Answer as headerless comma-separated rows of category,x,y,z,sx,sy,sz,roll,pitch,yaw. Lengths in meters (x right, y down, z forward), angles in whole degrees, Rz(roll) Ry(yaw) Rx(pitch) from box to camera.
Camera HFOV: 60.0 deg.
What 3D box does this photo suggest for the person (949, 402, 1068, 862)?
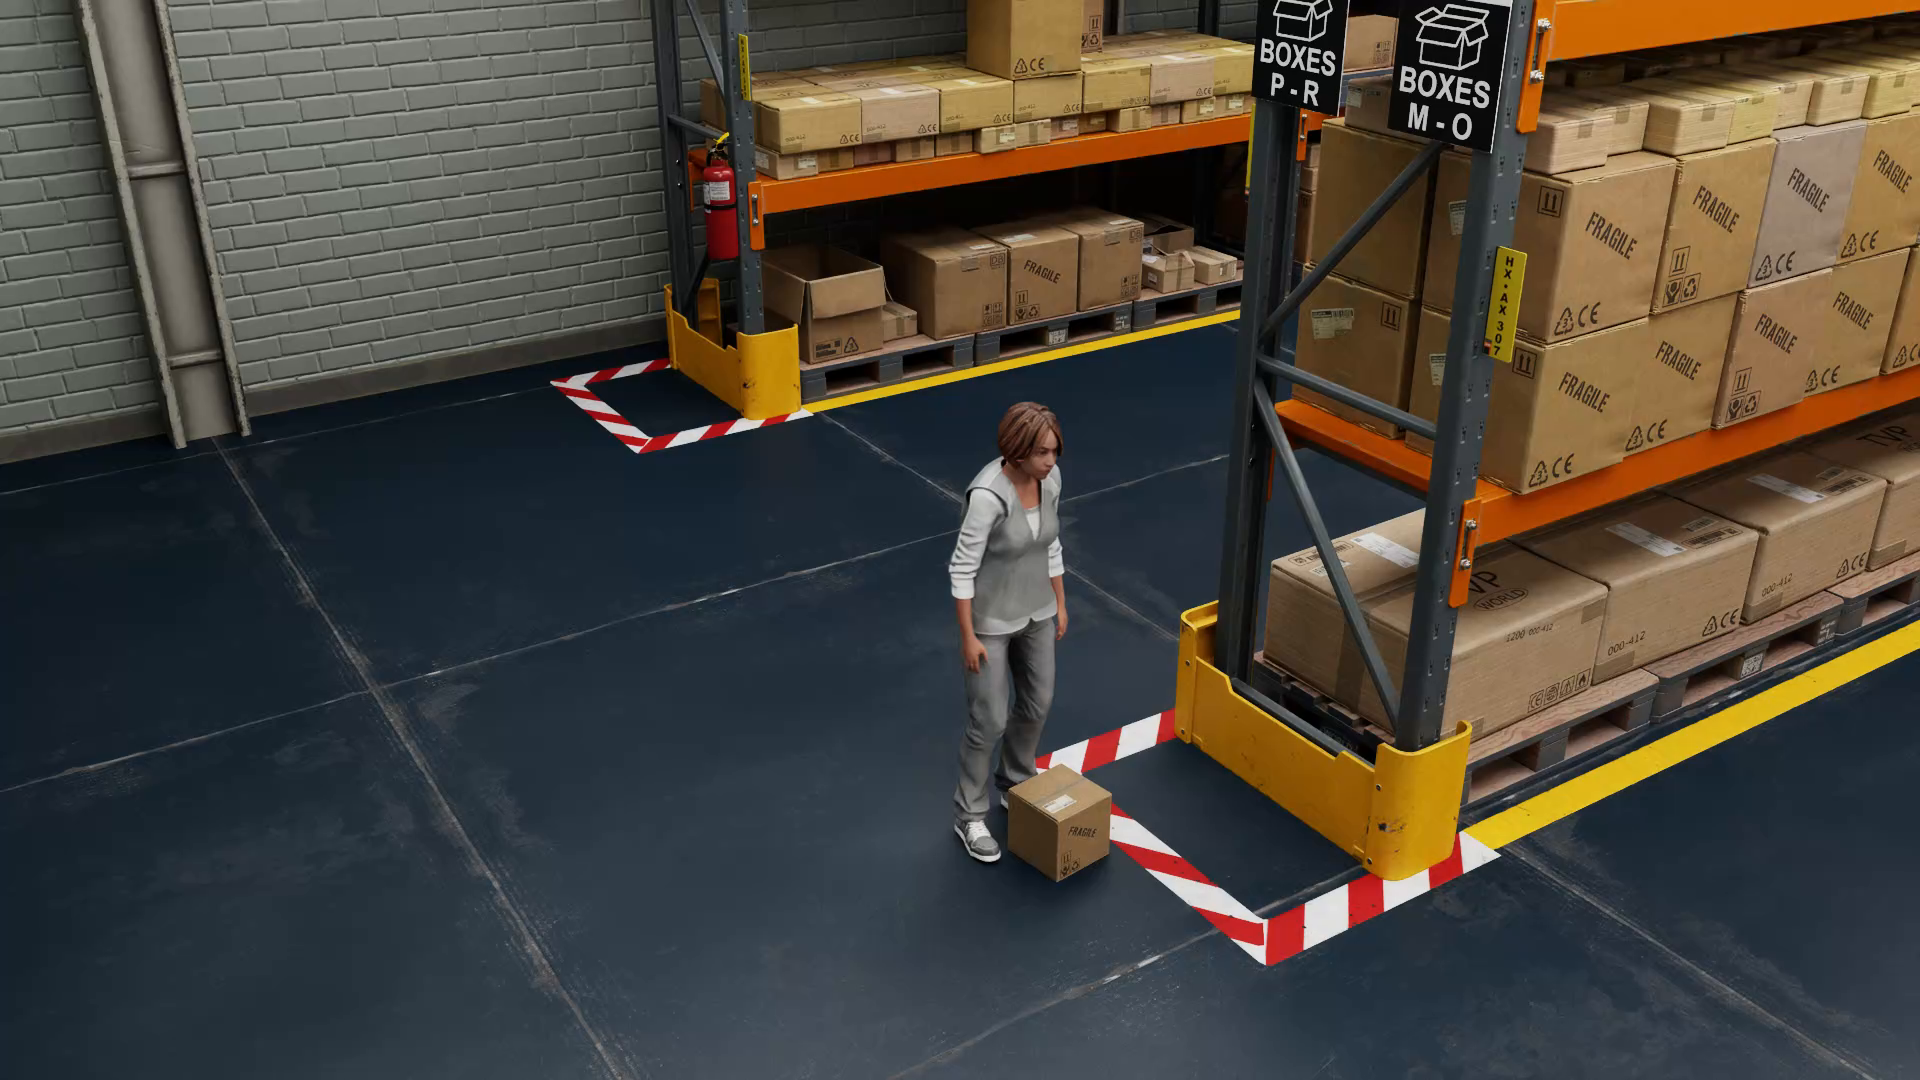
person,0.169,0.281,5.533,0.468,1.592,0.349,-20,32,-35
